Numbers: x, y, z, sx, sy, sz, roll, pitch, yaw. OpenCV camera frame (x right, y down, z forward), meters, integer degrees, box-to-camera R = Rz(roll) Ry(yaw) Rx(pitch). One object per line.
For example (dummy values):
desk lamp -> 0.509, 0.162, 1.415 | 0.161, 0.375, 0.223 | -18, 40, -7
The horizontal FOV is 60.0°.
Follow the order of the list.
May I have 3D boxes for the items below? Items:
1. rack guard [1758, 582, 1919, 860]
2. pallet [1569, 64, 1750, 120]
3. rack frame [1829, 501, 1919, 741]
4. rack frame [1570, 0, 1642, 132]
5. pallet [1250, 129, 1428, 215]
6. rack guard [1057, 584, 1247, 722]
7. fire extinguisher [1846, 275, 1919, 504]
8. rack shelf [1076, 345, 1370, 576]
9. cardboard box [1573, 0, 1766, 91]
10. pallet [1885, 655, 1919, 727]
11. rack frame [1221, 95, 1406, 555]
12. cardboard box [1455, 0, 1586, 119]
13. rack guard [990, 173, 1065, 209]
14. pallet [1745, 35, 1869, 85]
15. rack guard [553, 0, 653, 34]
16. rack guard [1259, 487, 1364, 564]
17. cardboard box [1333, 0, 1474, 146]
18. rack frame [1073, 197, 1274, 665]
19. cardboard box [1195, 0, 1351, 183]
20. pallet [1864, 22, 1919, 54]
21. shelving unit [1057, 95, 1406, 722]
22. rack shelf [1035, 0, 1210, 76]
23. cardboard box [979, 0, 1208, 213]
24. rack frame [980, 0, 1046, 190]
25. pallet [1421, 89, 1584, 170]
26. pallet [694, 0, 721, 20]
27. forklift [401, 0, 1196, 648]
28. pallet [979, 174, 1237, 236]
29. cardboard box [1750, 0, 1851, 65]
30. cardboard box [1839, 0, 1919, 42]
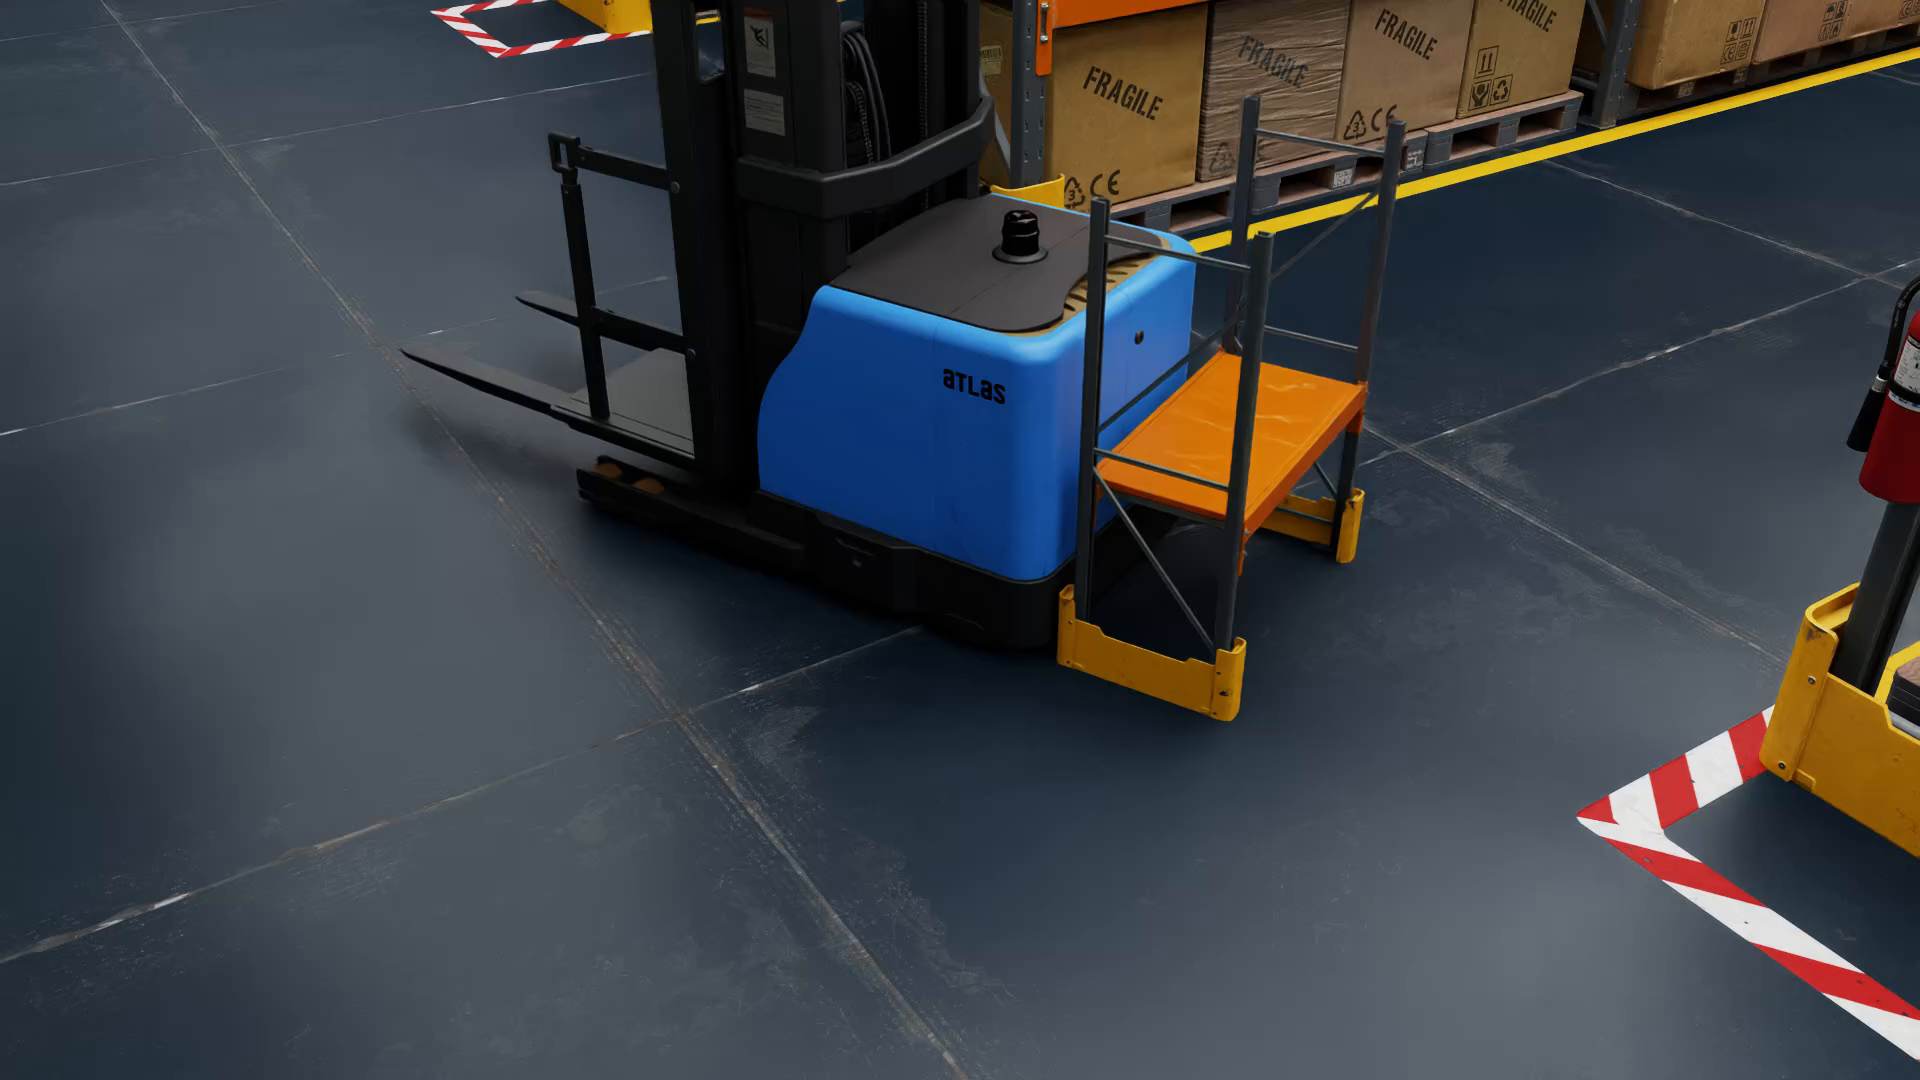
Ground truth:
rack guard -> 2.719, 0.625, 4.291 | 0.348, 0.500, 1.175 | -19, 37, -27
pallet -> 4.018, -2.900, 10.150 | 1.213, 0.211, 1.003 | -19, 37, -27
rack frame -> 2.732, -0.445, 3.644 | 0.127, 3.000, 1.000 | -19, 37, -27
rack frame -> 3.411, -3.823, 8.998 | 0.127, 3.000, 1.000 | -19, 37, -27
pallet -> 1.703, -2.104, 8.887 | 1.213, 0.211, 1.003 | -19, 37, -27
rack guard -> 0.565, 0.335, 4.984 | 0.587, 0.250, 0.087 | 18, 36, 26
fire extinguisher -> 2.359, -0.415, 4.019 | 0.183, 0.674, 0.296 | -19, 37, -27
rack shelf -> 0.827, -0.273, 5.114 | 0.538, 0.185, 1.000 | 18, 36, 26
cardboard box -> 3.938, -3.296, 9.761 | 0.875, 0.875, 1.225 | -19, 37, -27
pallet -> 3.446, 0.513, 4.739 | 1.213, 0.211, 1.003 | -19, 37, -27
rack frame -> 1.091, -0.657, 5.386 | 0.500, 1.500, 0.032 | 18, 36, 26
cardboard box -> 2.813, -2.947, 9.208 | 0.875, 0.875, 0.875 | -19, 37, -27
rack guard -> 0.028, -1.602, 7.821 | 0.348, 0.500, 1.175 | -19, 37, -27
pallet -> 5.045, -3.255, 10.712 | 1.213, 0.211, 1.003 | -19, 37, -27
rack guard -> -2.490, -3.885, 11.439 | 0.348, 0.500, 1.175 | -19, 37, -27
rack guard -> 1.081, -0.119, 5.705 | 0.587, 0.250, 0.087 | 18, 36, 26
cardboard box -> 2.056, -2.687, 8.795 | 0.875, 0.875, 0.875 | -19, 37, -27
rack frame -> 0.564, -0.193, 4.650 | 0.500, 1.500, 0.032 | 18, 36, 26
cardboard box -> 1.308, -2.429, 8.387 | 0.875, 0.875, 0.875 | -19, 37, -27
pallet -> 6.069, -3.605, 11.268 | 1.213, 0.211, 1.003 | -19, 37, -27
shelving unit -> 0.823, -0.421, 5.011 | 0.587, 1.500, 1.083 | 18, 36, 26
rack shelf -> 1.730, -2.940, 8.274 | 4.000, 0.370, 1.077 | -19, 37, -27
cardboard box -> 0.543, -2.166, 7.970 | 0.875, 0.875, 0.875 | -19, 37, -27
rack frame -> 0.049, -2.666, 7.165 | 0.127, 3.000, 1.000 | -19, 37, -27
pallet -> 2.729, -2.459, 9.450 | 1.213, 0.211, 1.003 | -19, 37, -27
pallet -> -1.788, -3.981, 11.864 | 1.213, 0.211, 1.003 | -19, 37, -27
forklift -> -0.749, -1.503, 5.386 | 3.031, 2.935, 1.130 | 19, 37, 28
pallet -> 0.678, -1.753, 8.331 | 1.213, 0.211, 1.003 | -19, 37, -27
cardboard box -> 4.688, -3.554, 10.171 | 0.875, 0.875, 1.225 | -20, 38, -29
cardboard box -> 5.428, -3.814, 10.582 | 0.875, 0.875, 1.225 | -19, 37, -27
